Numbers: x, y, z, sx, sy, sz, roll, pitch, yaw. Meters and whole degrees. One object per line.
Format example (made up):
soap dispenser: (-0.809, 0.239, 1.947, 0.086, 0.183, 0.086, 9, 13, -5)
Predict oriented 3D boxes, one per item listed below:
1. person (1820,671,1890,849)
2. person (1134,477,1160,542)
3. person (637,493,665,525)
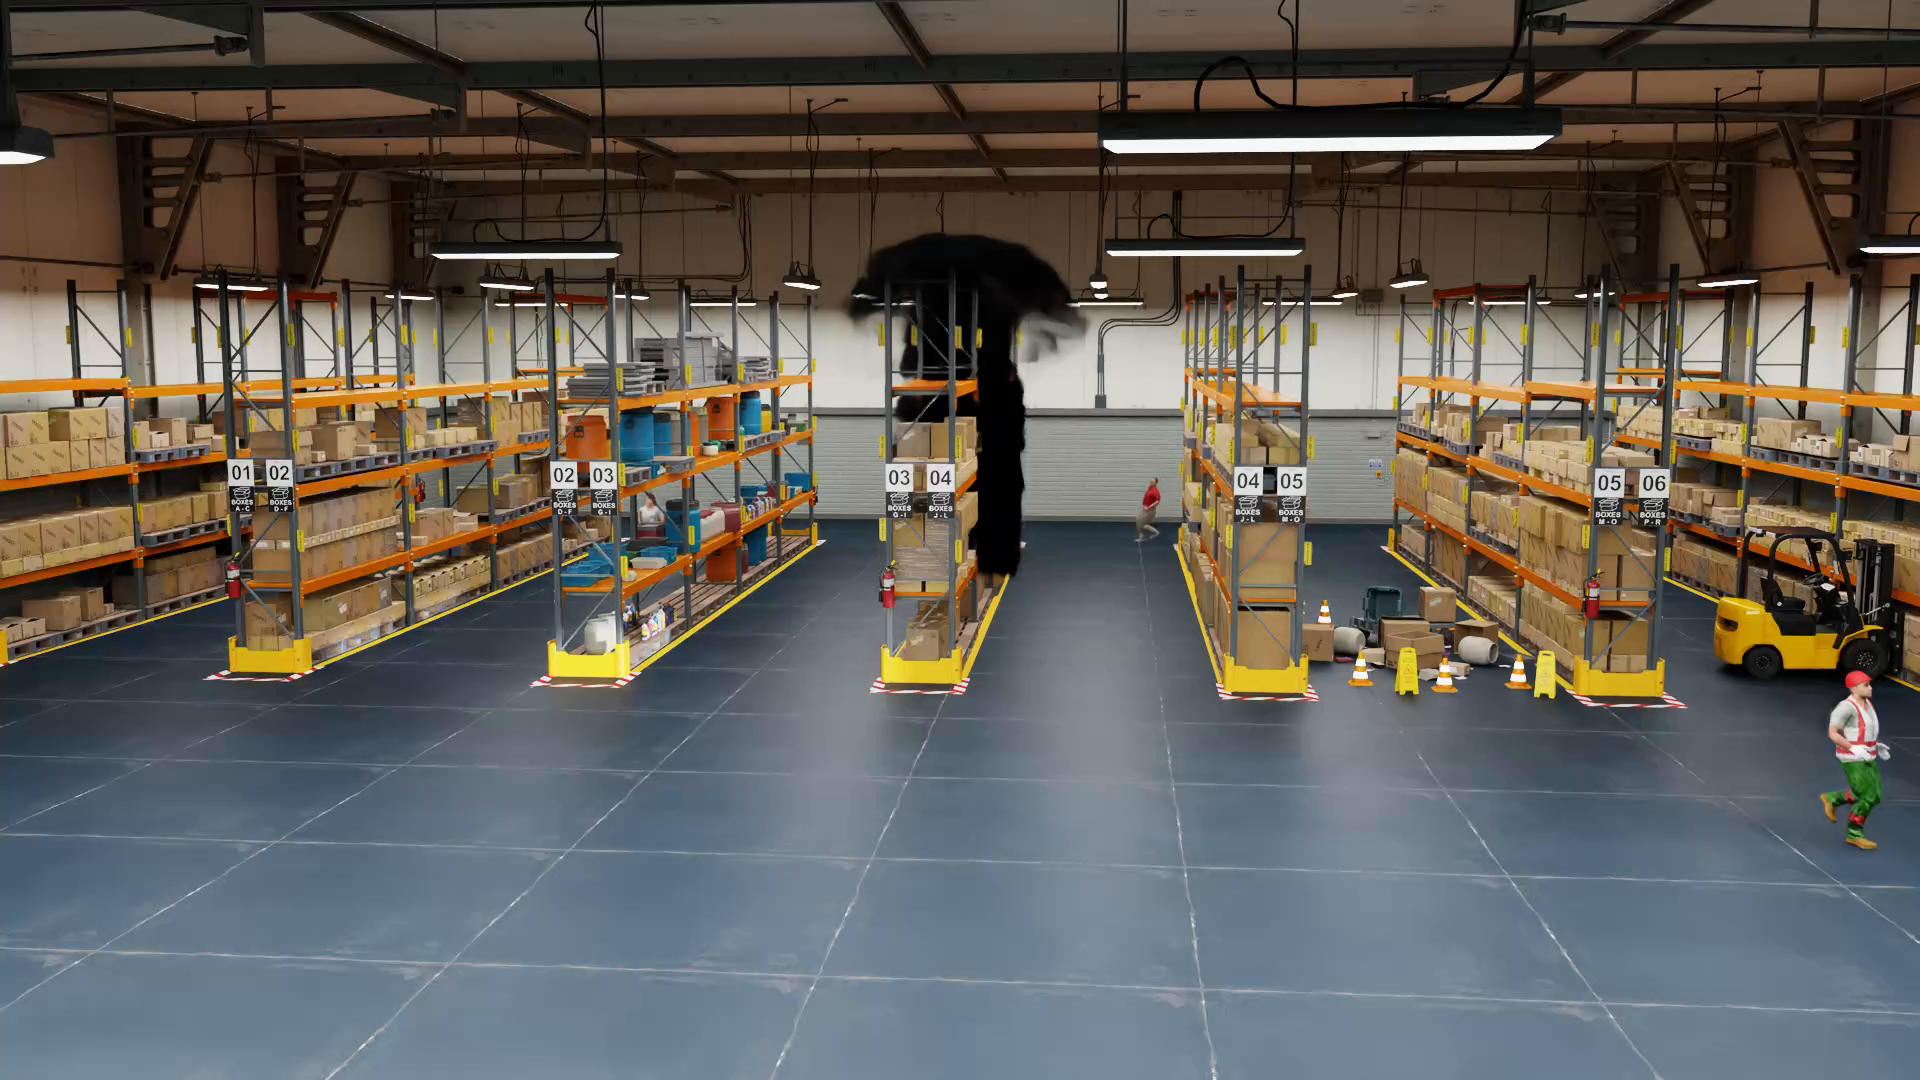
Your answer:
person: (8.833, 2.154, 16.469, 0.656, 1.745, 0.580, -5, 9, -35)
person: (4.574, -0.725, 40.621, 0.571, 1.638, 0.752, 0, 7, 0)
person: (-6.088, -0.077, 32.695, 0.586, 1.690, 0.757, 0, 7, 0)
